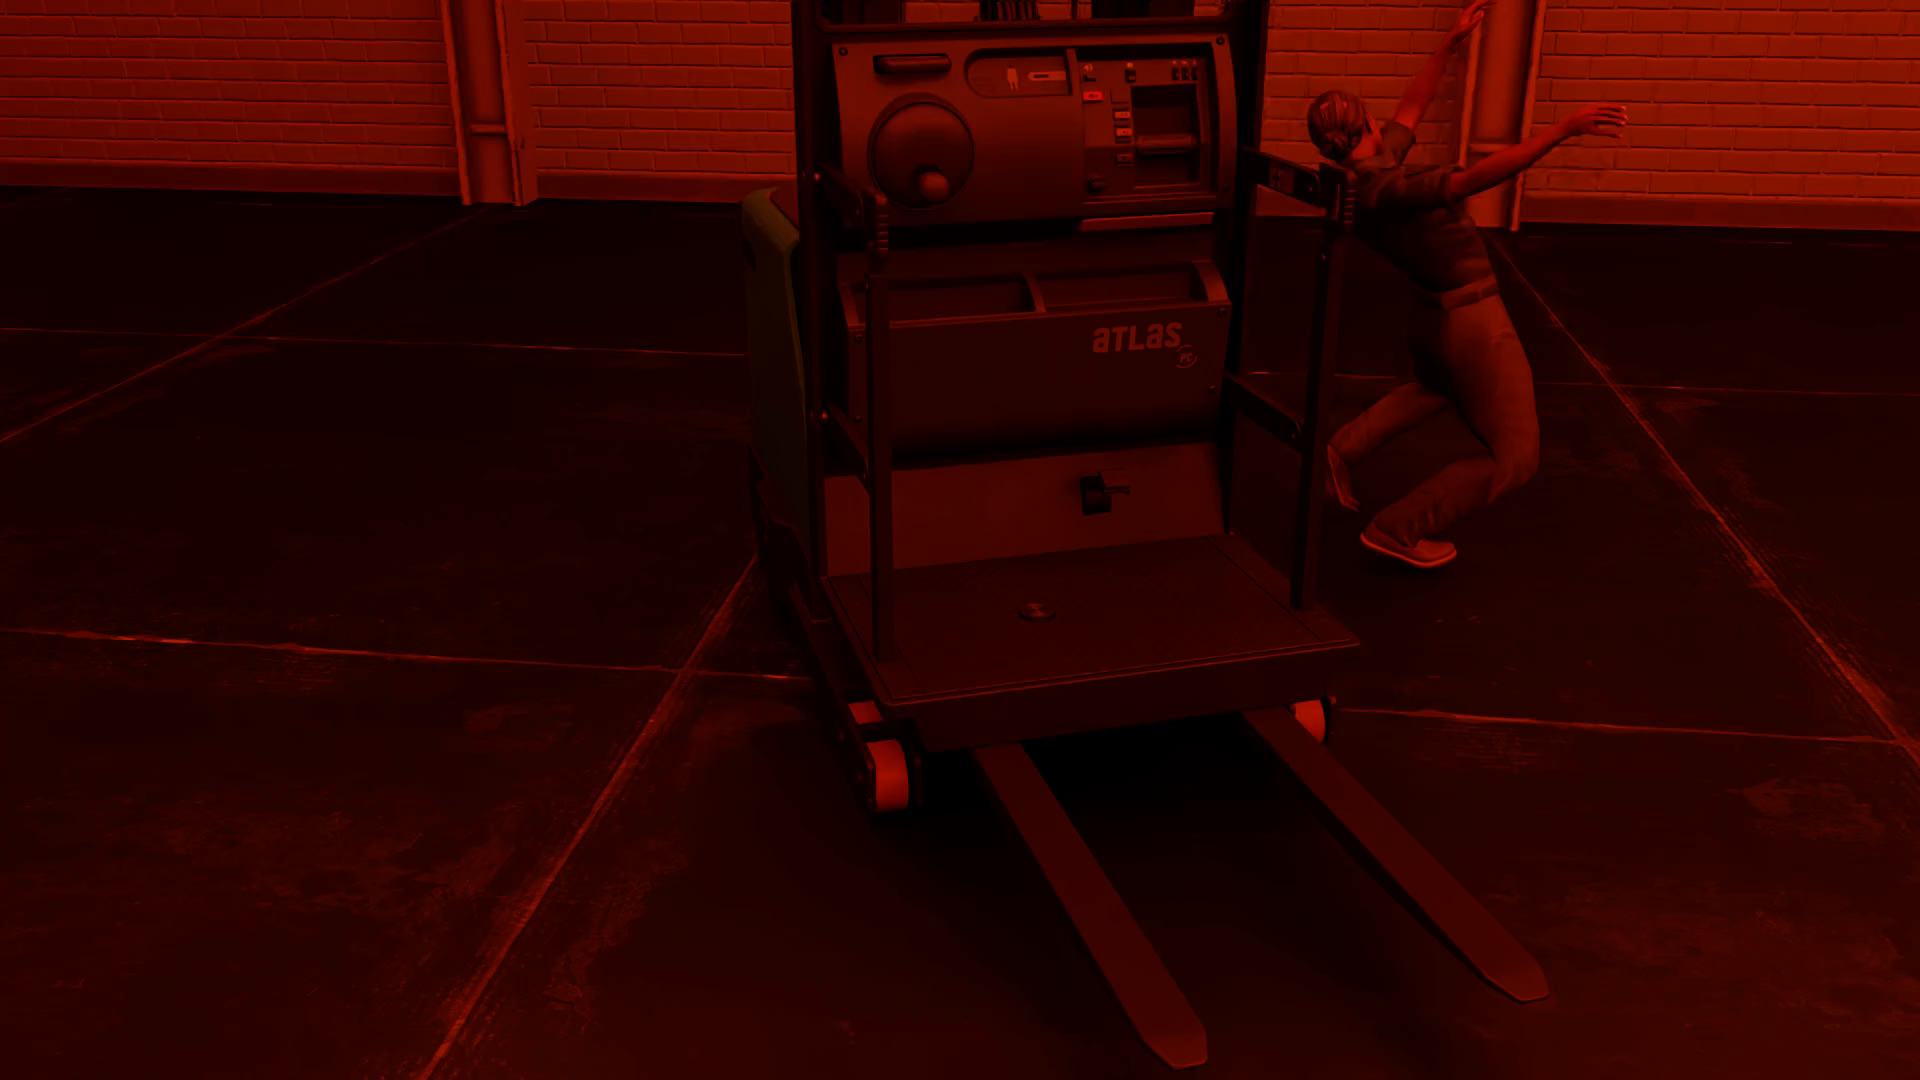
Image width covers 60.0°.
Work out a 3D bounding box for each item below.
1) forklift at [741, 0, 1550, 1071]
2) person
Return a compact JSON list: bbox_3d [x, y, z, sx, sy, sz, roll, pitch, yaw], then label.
[{"bbox_3d":[0.238,-0.916,3.529,1.130,2.935,3.031,-6,23,-15],"label":"forklift"},{"bbox_3d":[1.332,-0.674,4.691,0.641,1.587,0.942,-3,22,-8],"label":"person"}]
